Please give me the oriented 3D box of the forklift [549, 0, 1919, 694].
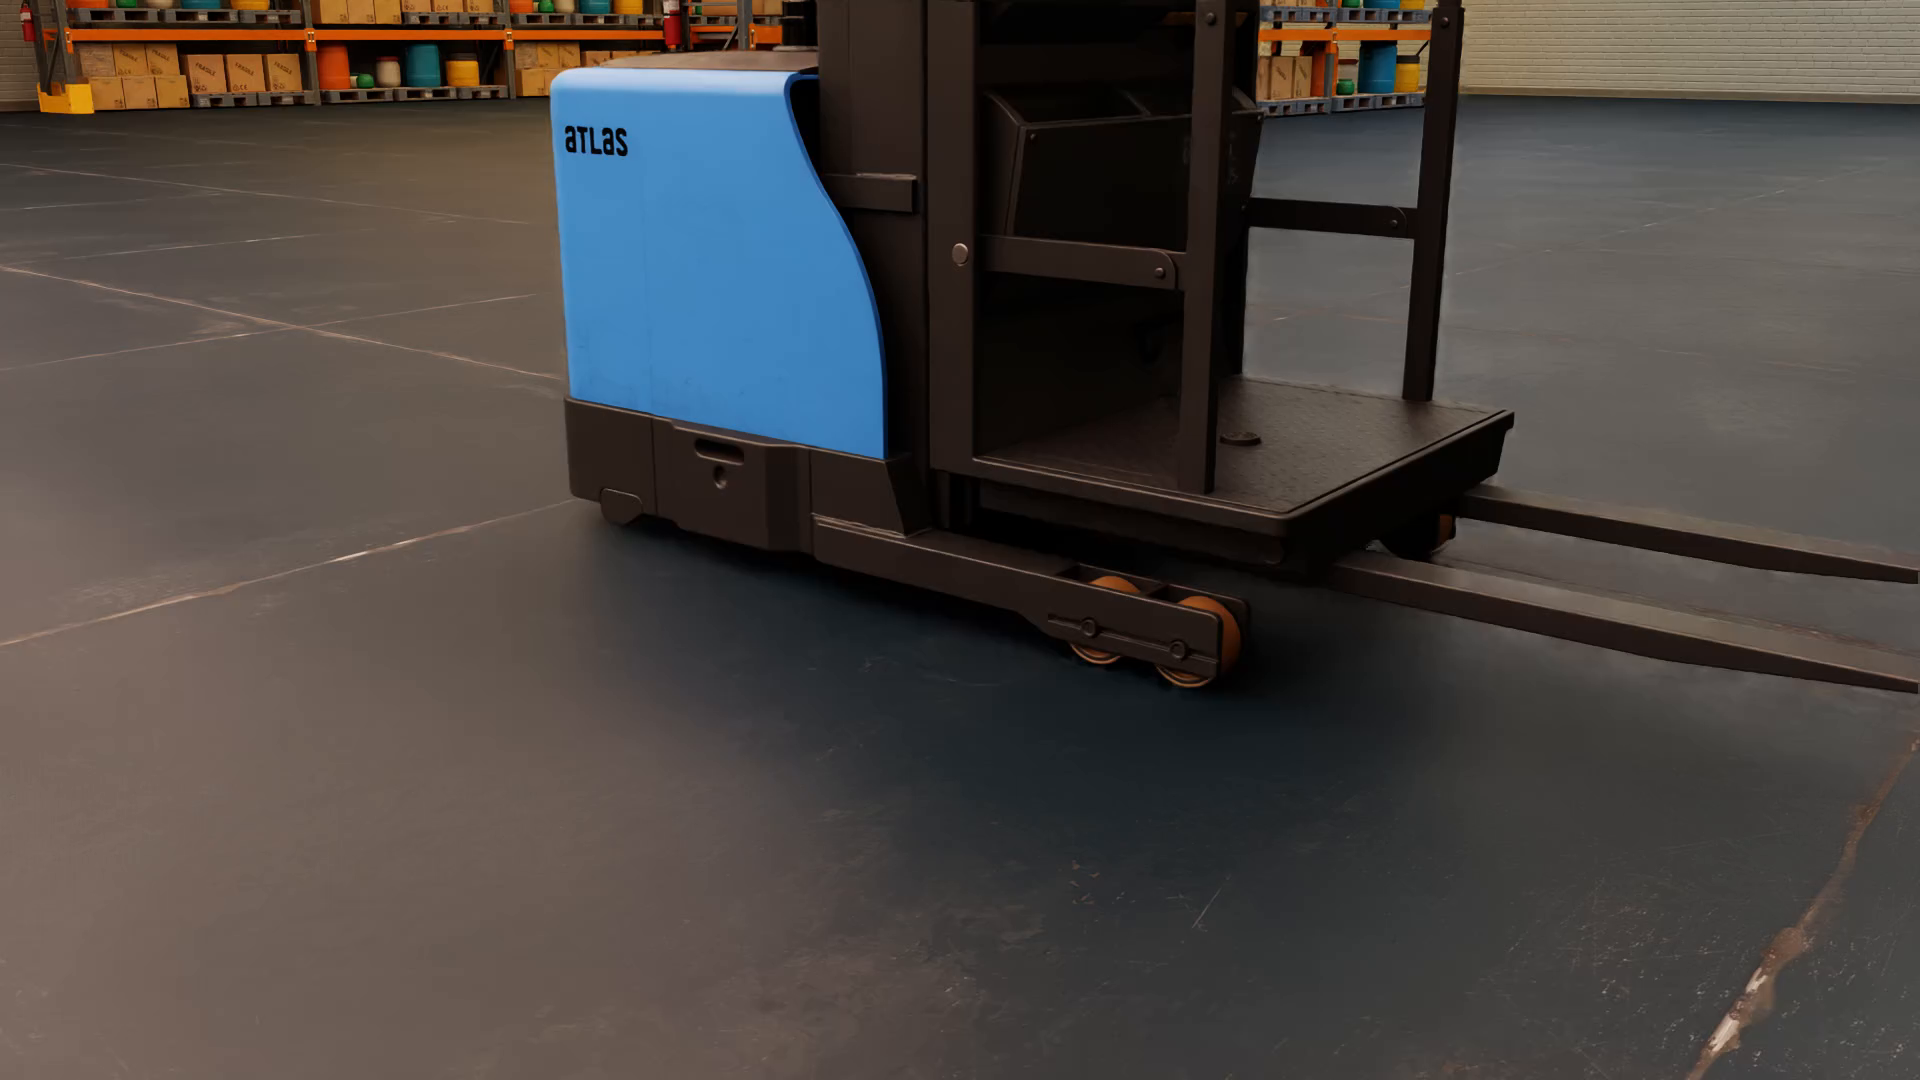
[{"bbox_3d":[0.515,-1.305,3.196,3.031,2.935,1.130,13,21,36],"label":"forklift"}]
